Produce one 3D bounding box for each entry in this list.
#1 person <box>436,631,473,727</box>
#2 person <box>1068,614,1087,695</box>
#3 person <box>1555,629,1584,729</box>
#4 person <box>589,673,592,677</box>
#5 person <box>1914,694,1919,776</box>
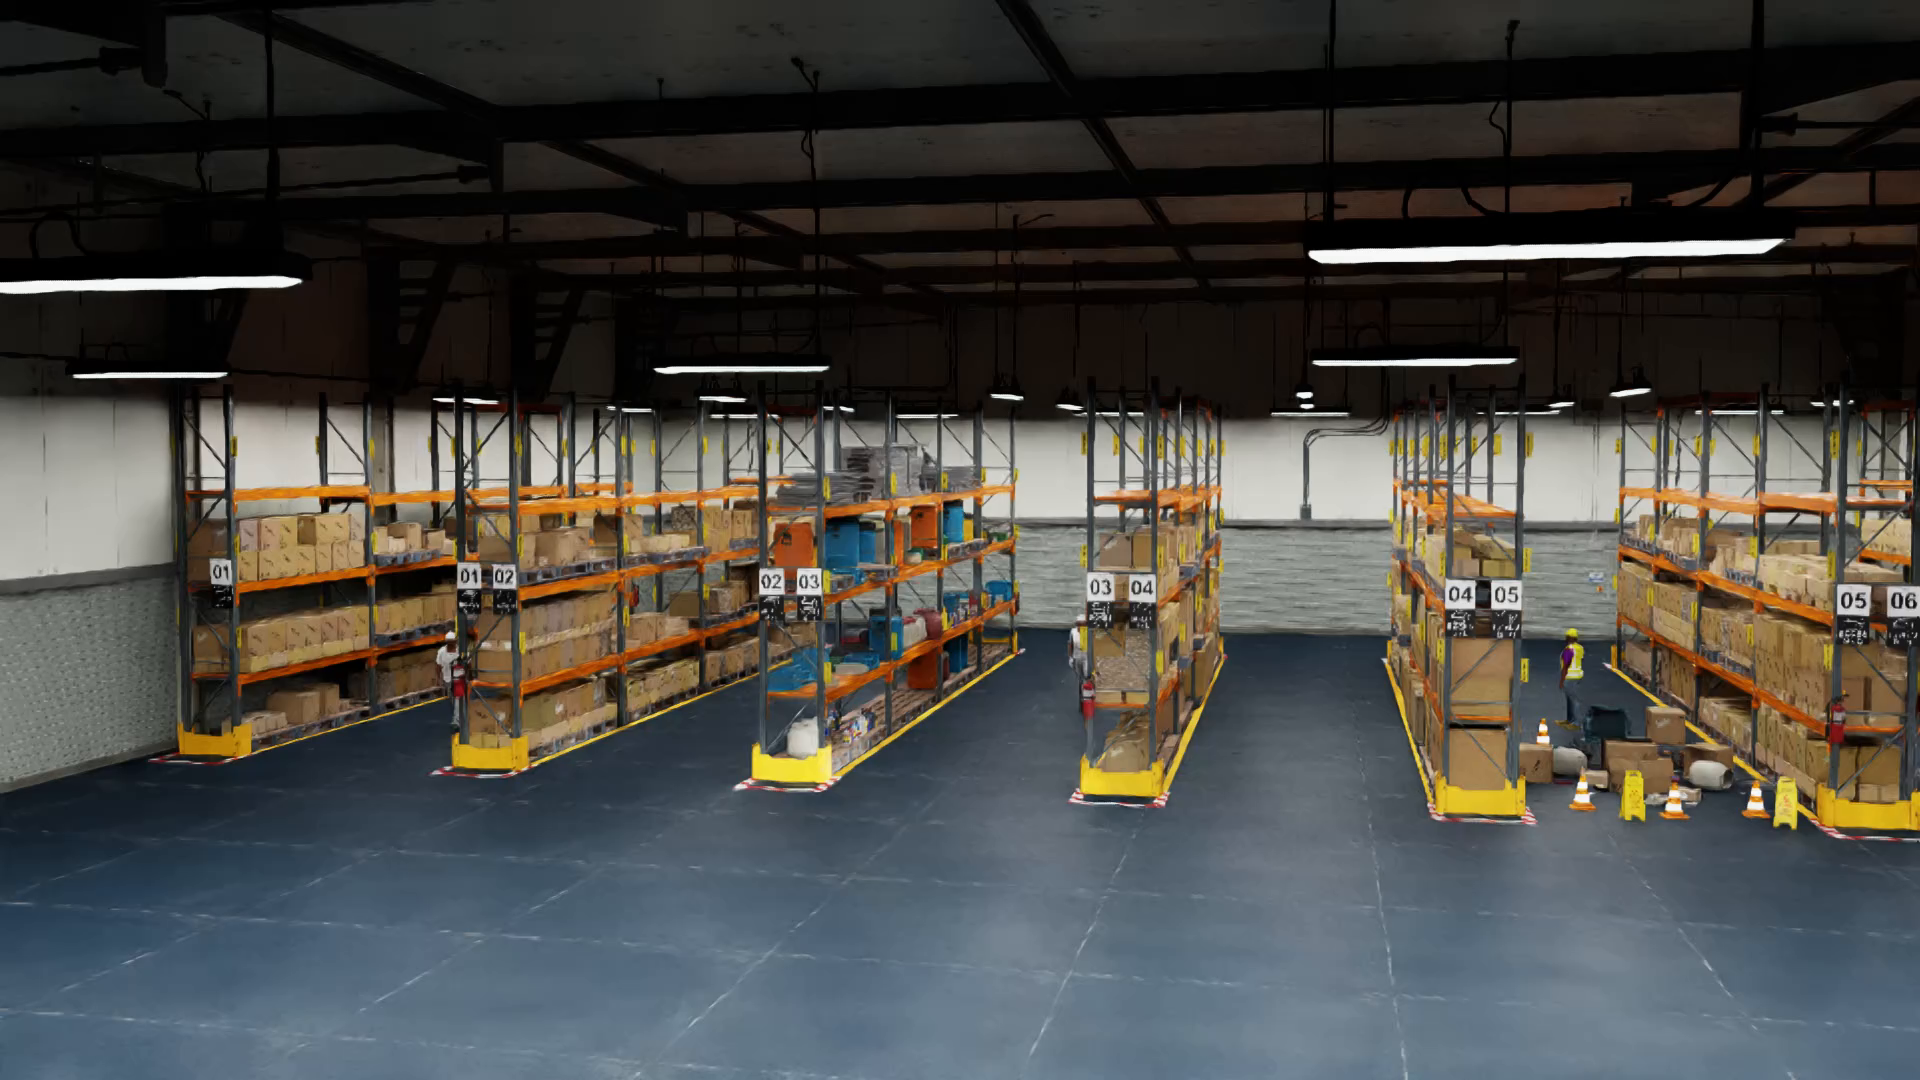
[{"bbox_3d":[-9.103,2.472,29.871,0.598,1.690,1.094,0,3,3],"label":"person"},{"bbox_3d":[2.408,2.301,32.798,0.566,1.706,1.122,1,3,14],"label":"person"},{"bbox_3d":[10.848,2.452,29.578,0.559,1.762,0.661,3,4,42],"label":"person"},{"bbox_3d":[-8.048,2.240,35.130,0.625,1.611,0.582,1,3,10],"label":"person"},{"bbox_3d":[14.476,2.730,24.918,0.586,1.723,0.654,3,4,44],"label":"person"}]
